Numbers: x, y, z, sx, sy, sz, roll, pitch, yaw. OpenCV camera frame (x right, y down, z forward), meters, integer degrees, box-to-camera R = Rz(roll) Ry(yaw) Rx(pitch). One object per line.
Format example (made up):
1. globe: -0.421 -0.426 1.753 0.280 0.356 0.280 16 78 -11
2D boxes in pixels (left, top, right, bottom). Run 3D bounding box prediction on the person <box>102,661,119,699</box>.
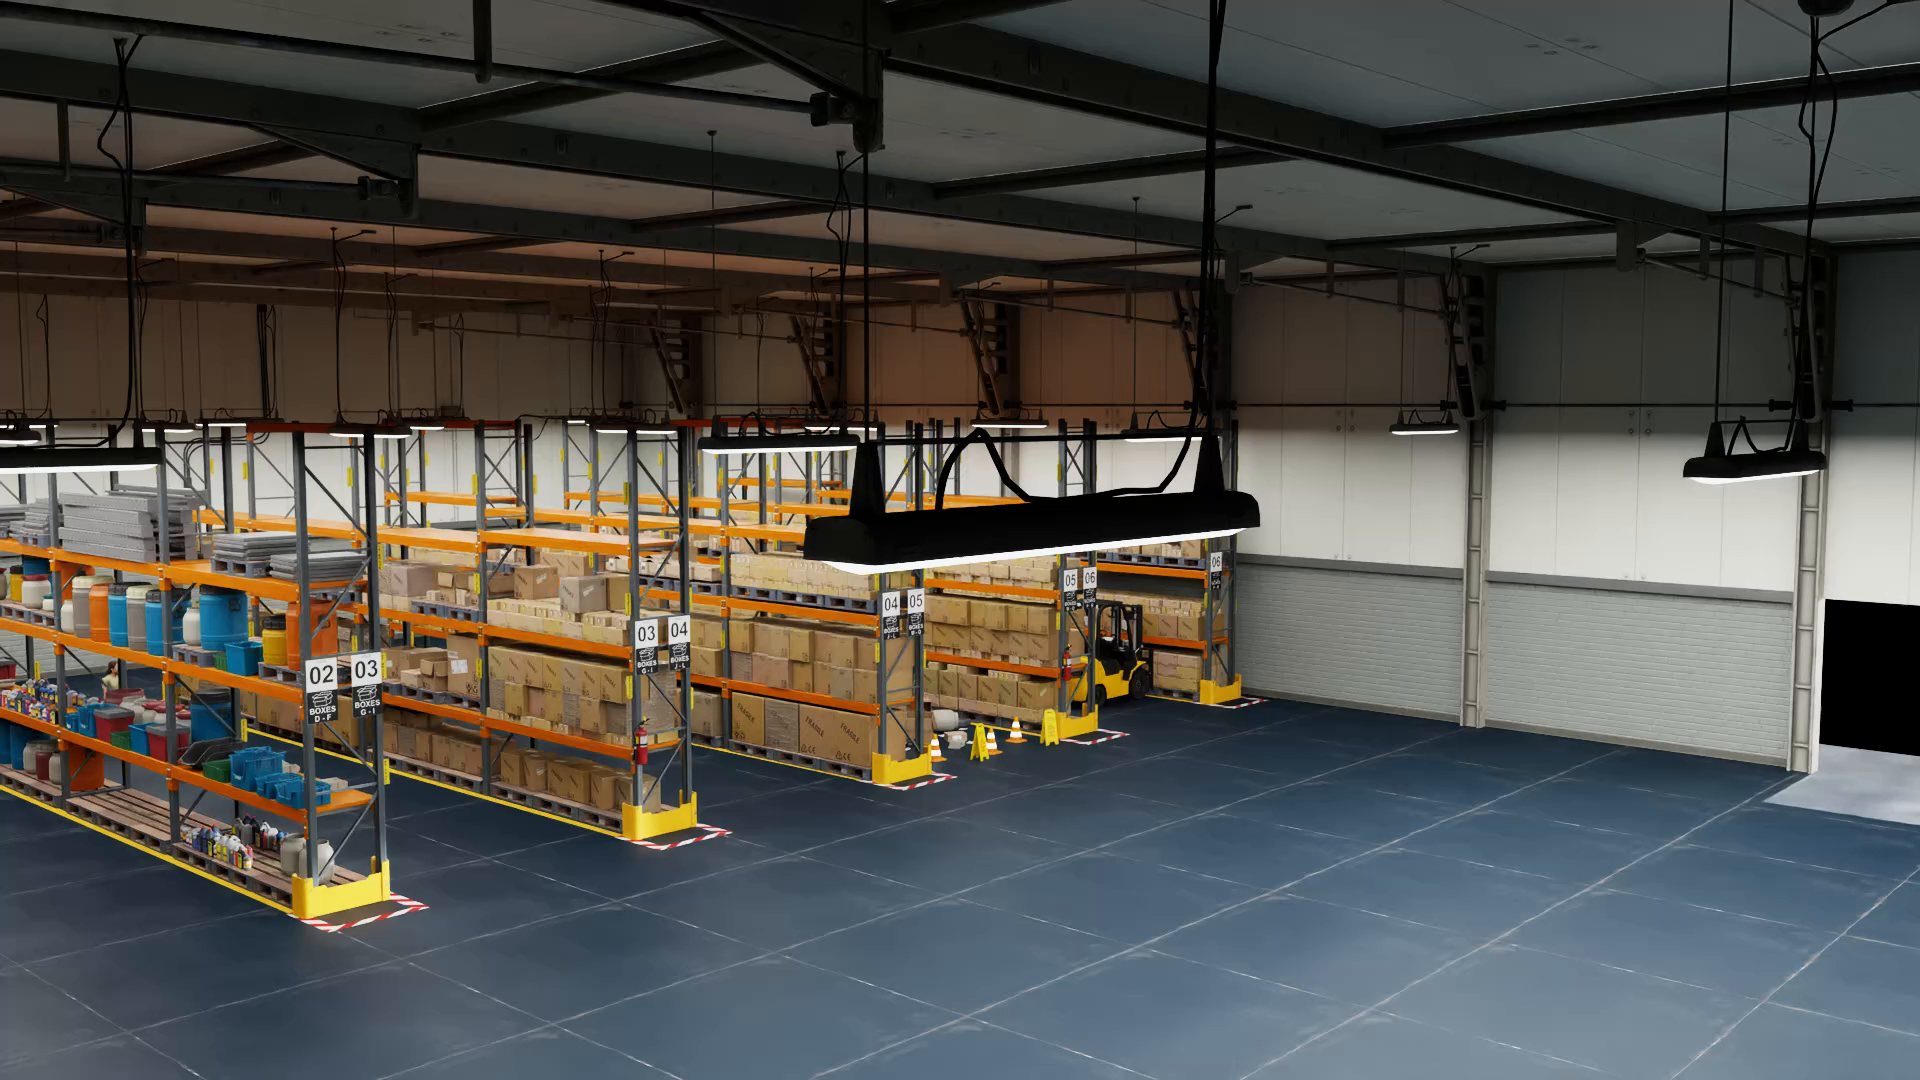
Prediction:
1. person: -15.501 3.014 30.490 0.418 1.604 1.054 -5 6 -44
